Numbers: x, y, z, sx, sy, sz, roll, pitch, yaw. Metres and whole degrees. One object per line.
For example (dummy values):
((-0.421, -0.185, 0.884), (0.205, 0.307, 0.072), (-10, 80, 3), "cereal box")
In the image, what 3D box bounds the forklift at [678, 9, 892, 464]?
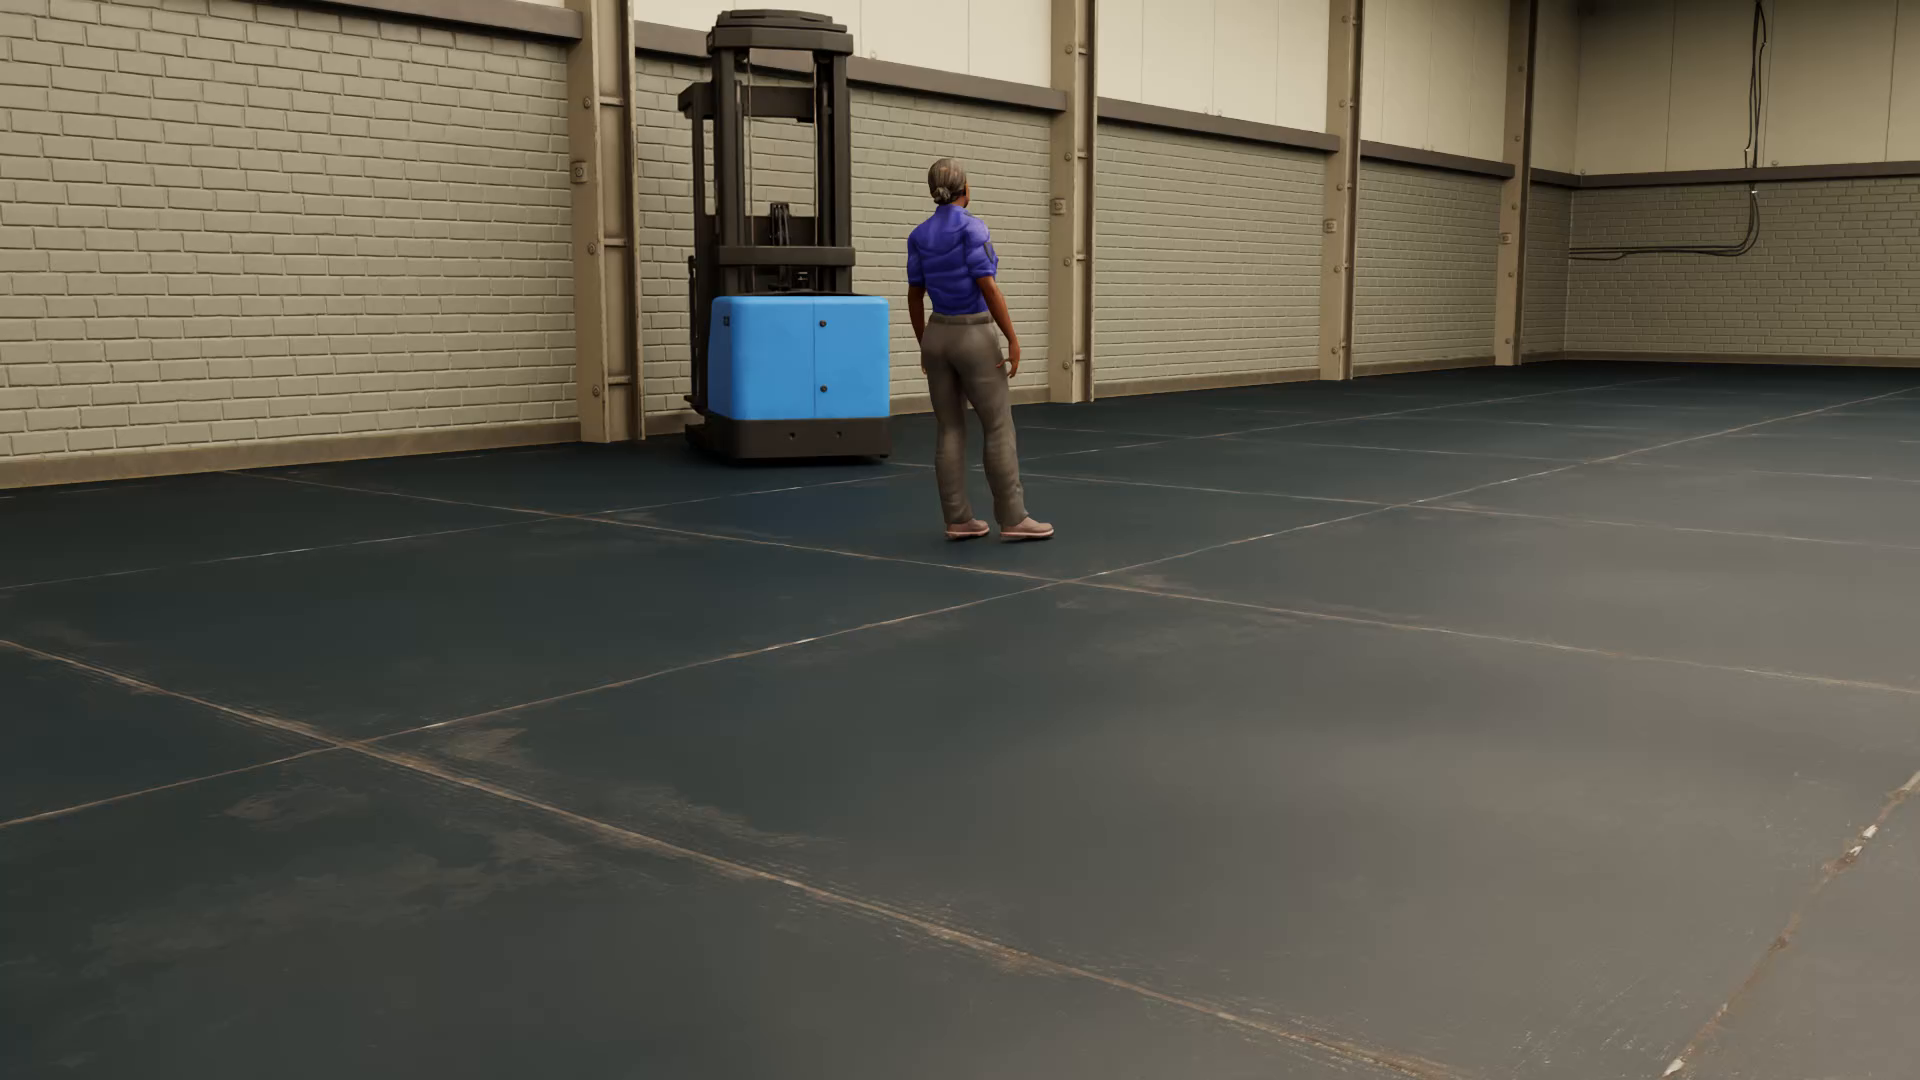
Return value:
((-1.363, -2.114, 11.730), (1.130, 2.935, 3.031), (-3, 9, -17), "forklift")

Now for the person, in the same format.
((0.070, -0.834, 7.340), (0.570, 1.656, 0.503), (7, 11, 38), "person")
